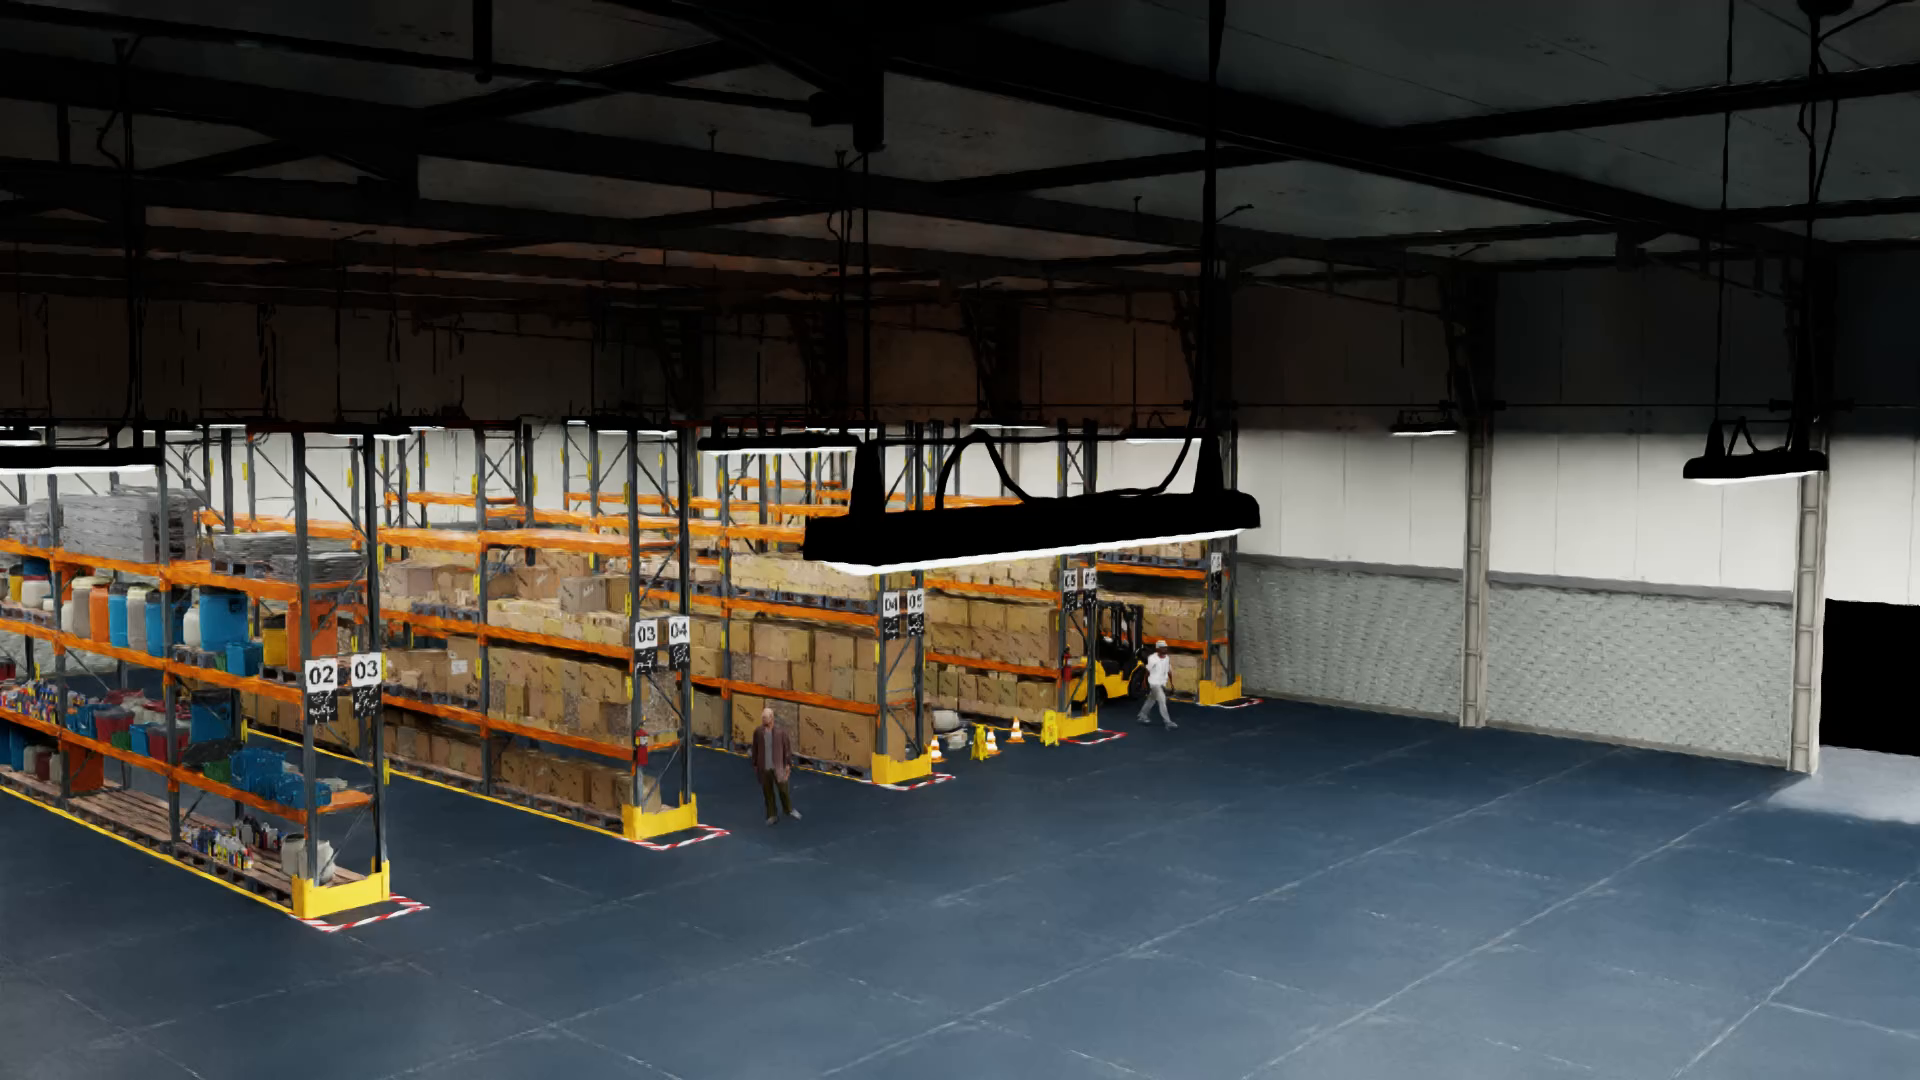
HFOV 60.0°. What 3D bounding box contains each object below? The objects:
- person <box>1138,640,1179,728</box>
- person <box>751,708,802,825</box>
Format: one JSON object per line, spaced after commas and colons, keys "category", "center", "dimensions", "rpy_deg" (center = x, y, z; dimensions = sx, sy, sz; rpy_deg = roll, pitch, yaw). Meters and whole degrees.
{"category": "person", "center": [3.928, 2.807, 32.683], "dimensions": [1.043, 1.716, 0.589], "rpy_deg": [4, 6, 41]}
{"category": "person", "center": [-2.775, 3.395, 24.985], "dimensions": [0.758, 1.766, 0.529], "rpy_deg": [1, 5, 8]}
